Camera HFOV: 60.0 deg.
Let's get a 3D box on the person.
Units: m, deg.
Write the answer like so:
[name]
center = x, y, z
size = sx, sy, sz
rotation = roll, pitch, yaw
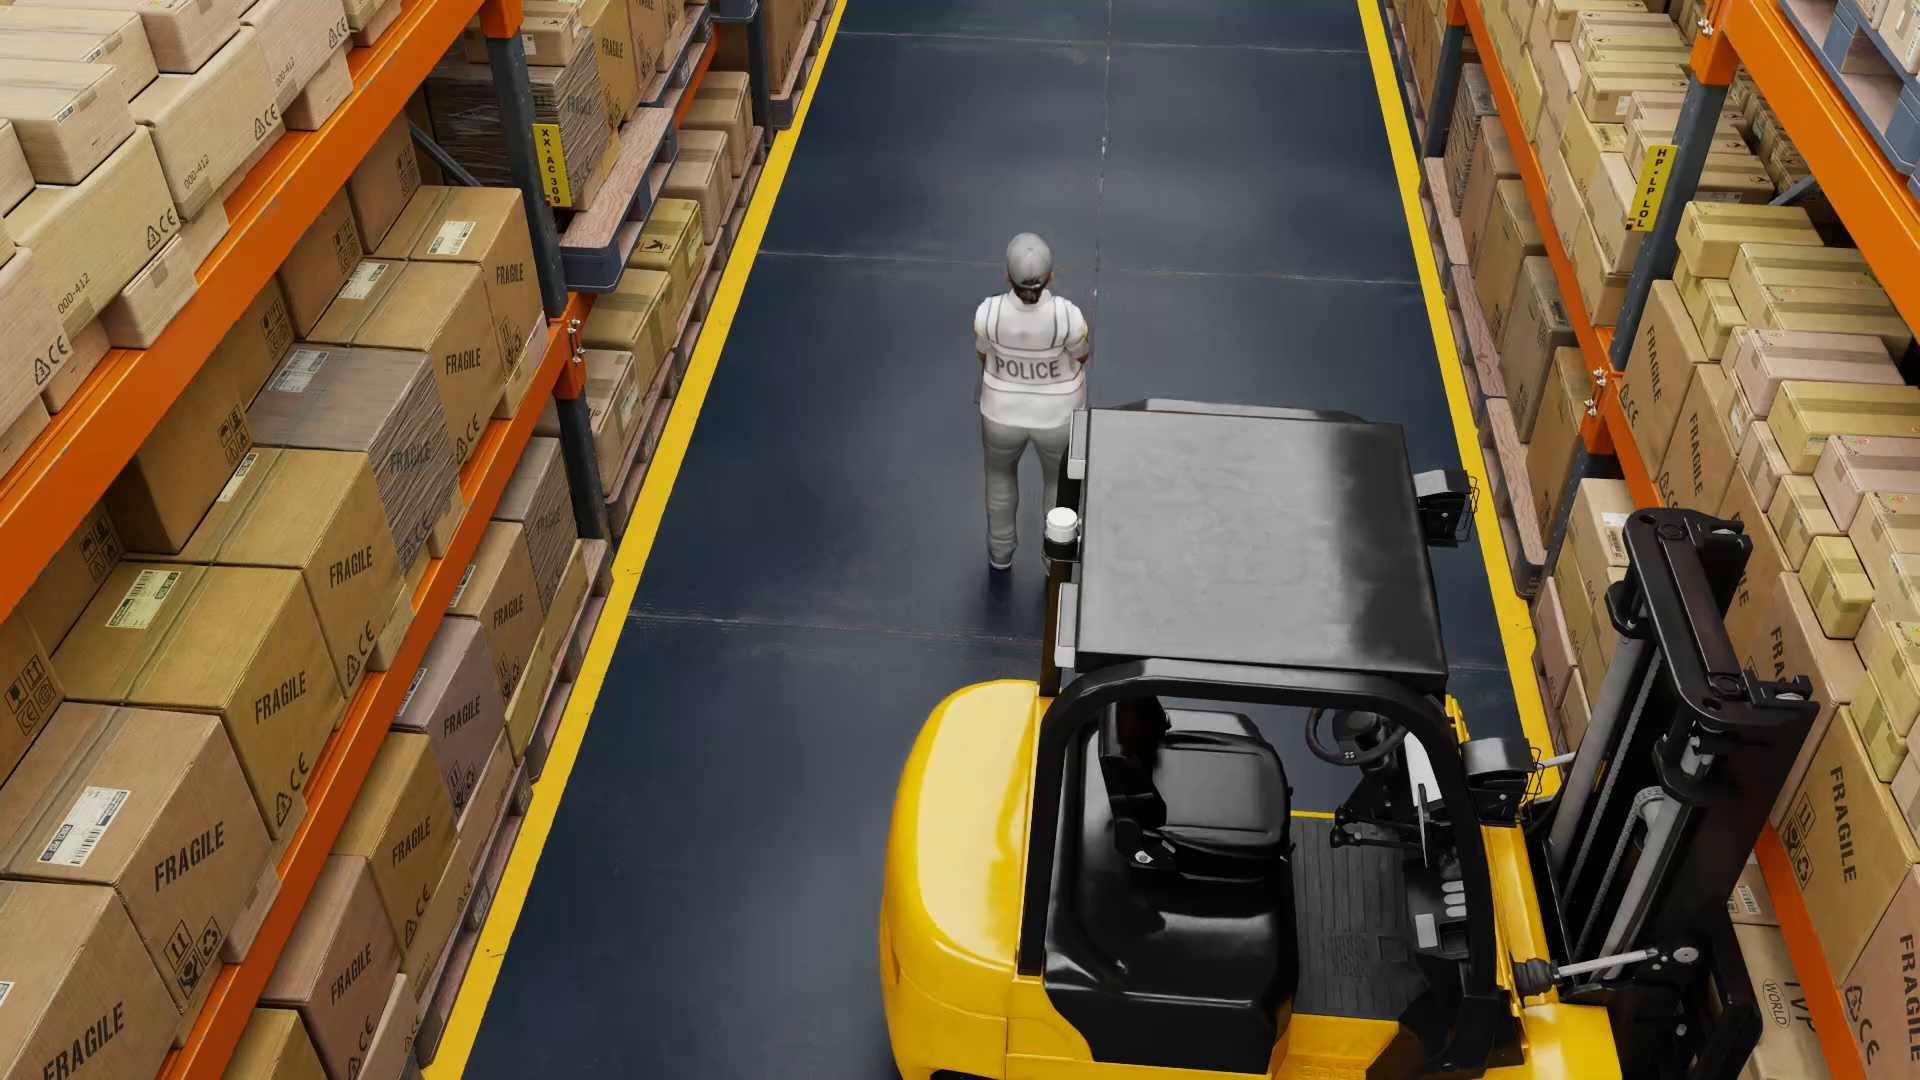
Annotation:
[person]
center = 0.294, -0.594, 6.810
size = 0.444, 1.586, 0.534
rotation = 4, 40, 4
